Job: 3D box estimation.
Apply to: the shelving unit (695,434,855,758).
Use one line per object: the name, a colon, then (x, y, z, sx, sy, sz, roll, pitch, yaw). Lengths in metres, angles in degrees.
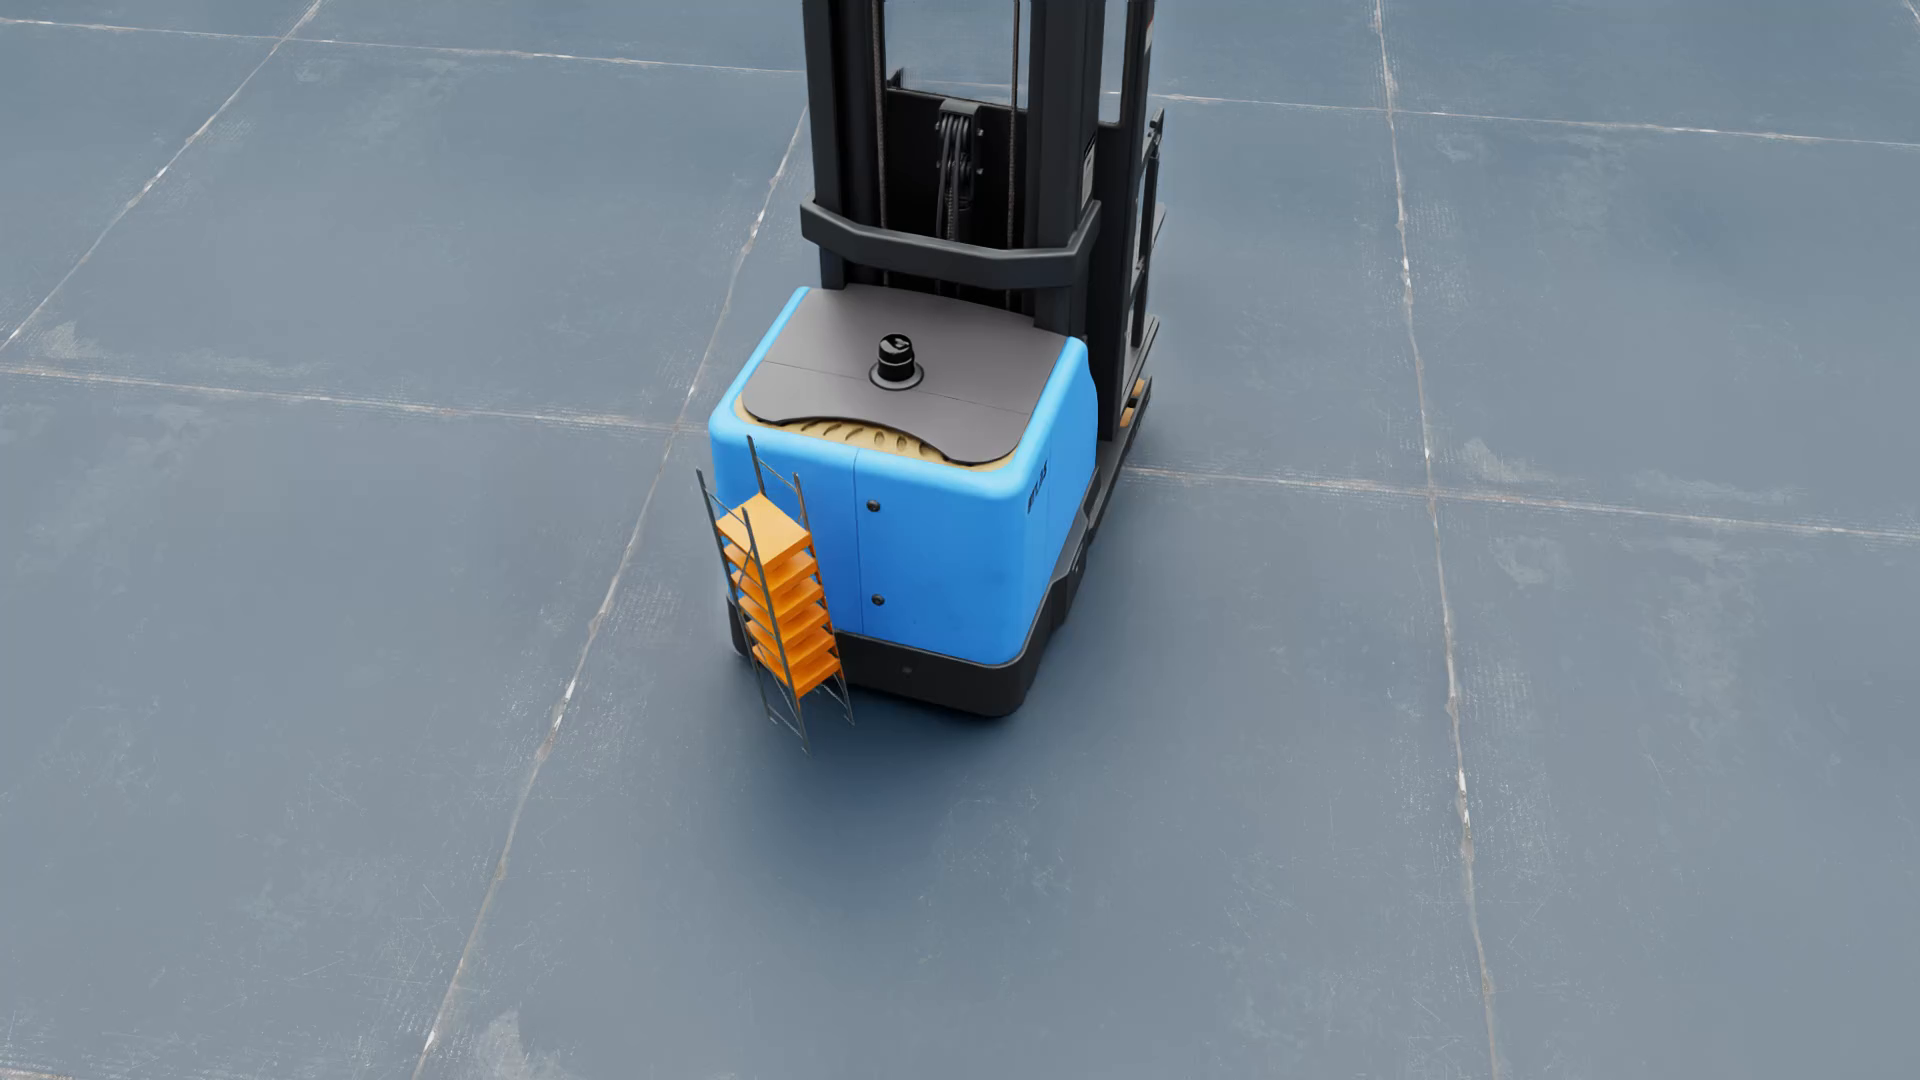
shelving unit: (-0.553, 0.207, 5.148, 0.189, 1.200, 0.258, -36, 54, -24)

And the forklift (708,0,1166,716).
forklift: (0.144, -1.508, 5.711, 1.130, 2.935, 3.031, 12, 45, 13)

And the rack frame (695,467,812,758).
rack frame: (-0.621, 0.256, 5.112, 0.006, 1.200, 0.240, -36, 54, -24)

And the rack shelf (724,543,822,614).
rack shelf: (-0.570, 0.076, 5.004, 0.180, 0.103, 0.258, -36, 54, -24)

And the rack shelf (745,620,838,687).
rack shelf: (-0.539, 0.317, 5.270, 0.180, 0.103, 0.258, -36, 54, -24)

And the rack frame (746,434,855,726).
rack frame: (-0.485, 0.157, 5.185, 0.006, 1.200, 0.240, -36, 54, -24)

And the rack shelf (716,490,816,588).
rack shelf: (-0.580, -0.005, 4.916, 0.180, 0.103, 0.258, -36, 54, -24)

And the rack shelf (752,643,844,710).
rack shelf: (-0.528, 0.397, 5.358, 0.180, 0.103, 0.258, -36, 54, -24)

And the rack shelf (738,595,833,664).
rack shelf: (-0.549, 0.236, 5.181, 0.180, 0.103, 0.258, -36, 54, -24)

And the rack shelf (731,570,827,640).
rack shelf: (-0.559, 0.156, 5.093, 0.180, 0.103, 0.258, -36, 54, -24)
